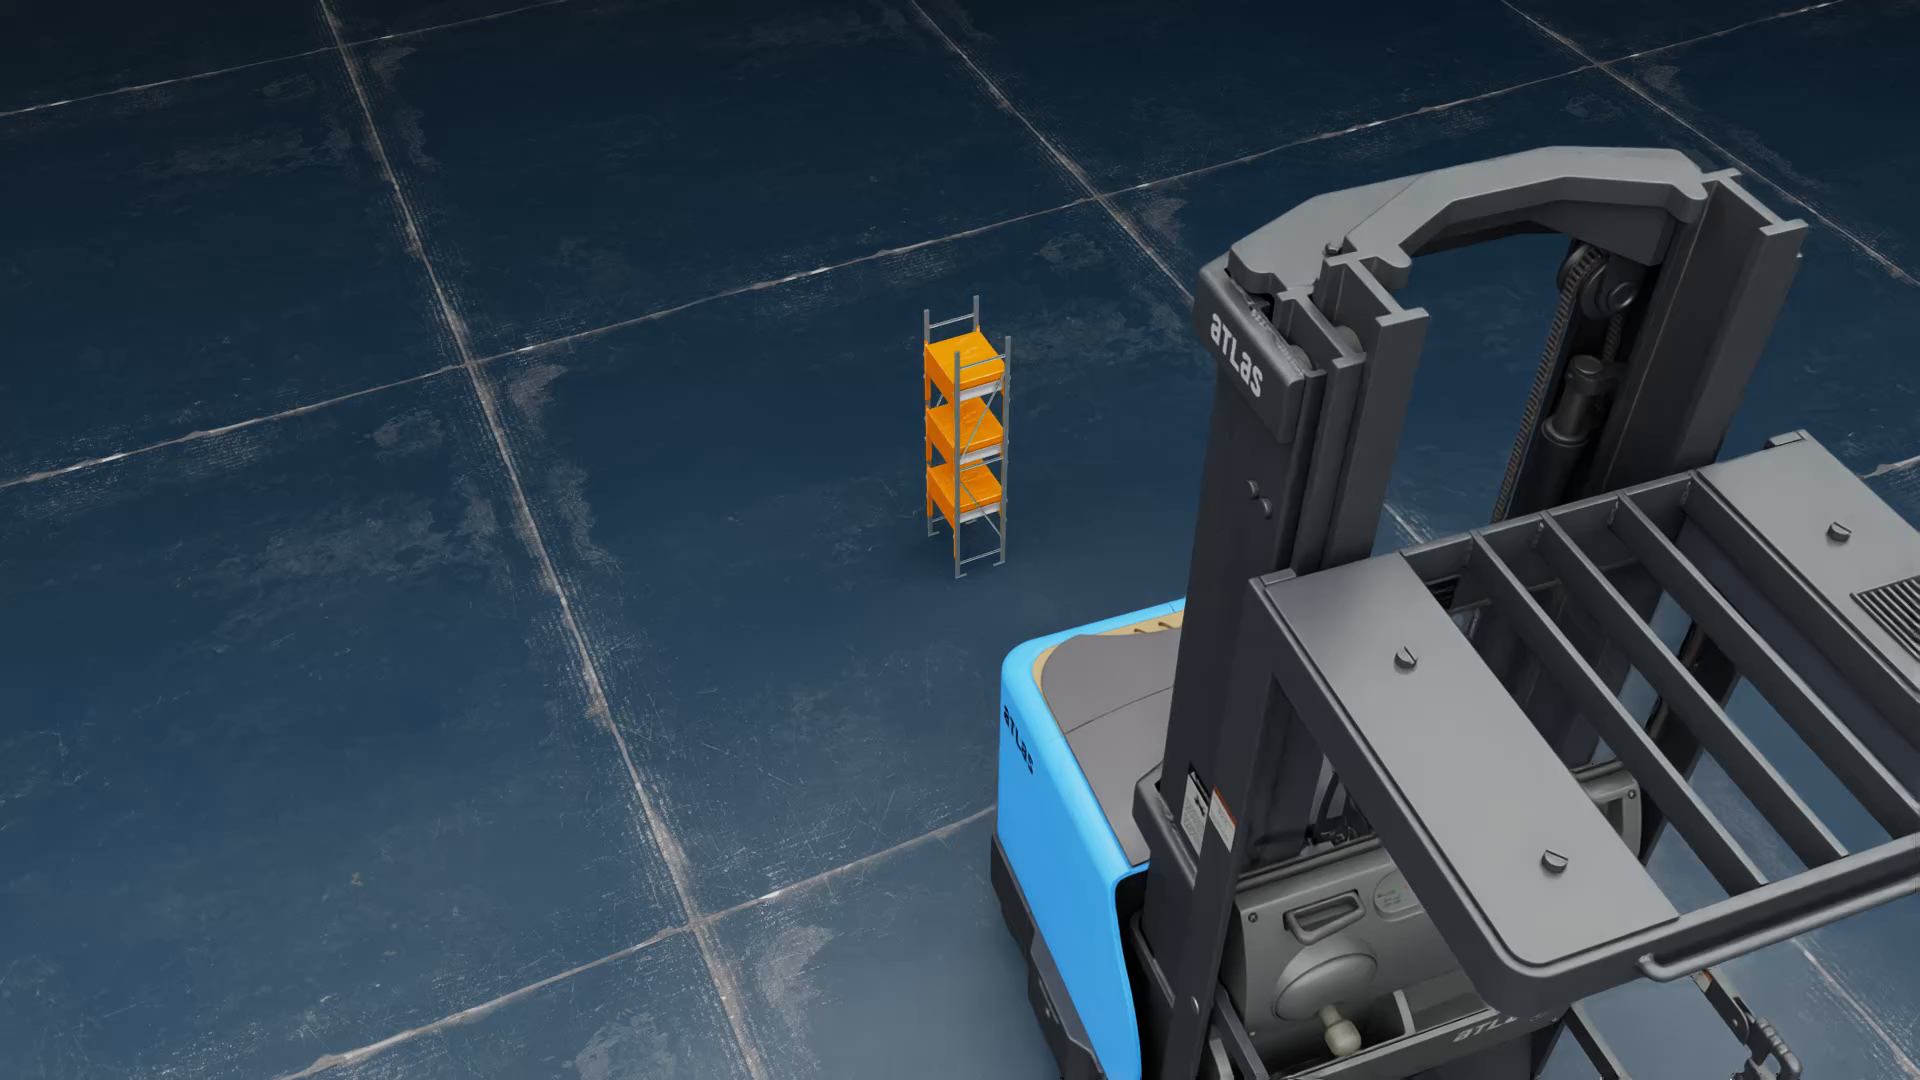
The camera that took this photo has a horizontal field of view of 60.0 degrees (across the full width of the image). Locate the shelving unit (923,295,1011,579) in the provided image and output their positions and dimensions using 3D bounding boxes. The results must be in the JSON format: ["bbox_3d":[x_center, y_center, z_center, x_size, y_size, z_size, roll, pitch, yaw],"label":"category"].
[{"bbox_3d":[0.022,-0.340,5.847,0.215,1.050,0.252,-18,47,-17],"label":"shelving unit"}]

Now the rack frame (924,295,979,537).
[{"bbox_3d":[-0.029,-0.417,5.925,0.200,1.050,0.008,-18,47,-17],"label":"rack frame"}]

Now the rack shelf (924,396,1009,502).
[{"bbox_3d":[0.022,-0.332,5.854,0.215,0.259,0.240,-18,47,-17],"label":"rack shelf"}]

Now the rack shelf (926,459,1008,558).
[{"bbox_3d":[0.022,-0.134,6.049,0.215,0.259,0.240,-18,47,-17],"label":"rack shelf"}]

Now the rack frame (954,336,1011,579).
[{"bbox_3d":[0.074,-0.262,5.768,0.200,1.050,0.008,-18,47,-17],"label":"rack frame"}]

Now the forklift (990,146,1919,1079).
[{"bbox_3d":[1.071,0.866,3.285,1.130,2.935,3.031,-14,46,-14],"label":"forklift"}]

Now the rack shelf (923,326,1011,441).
[{"bbox_3d":[0.022,-0.534,5.655,0.215,0.259,0.240,-18,47,-17],"label":"rack shelf"}]
